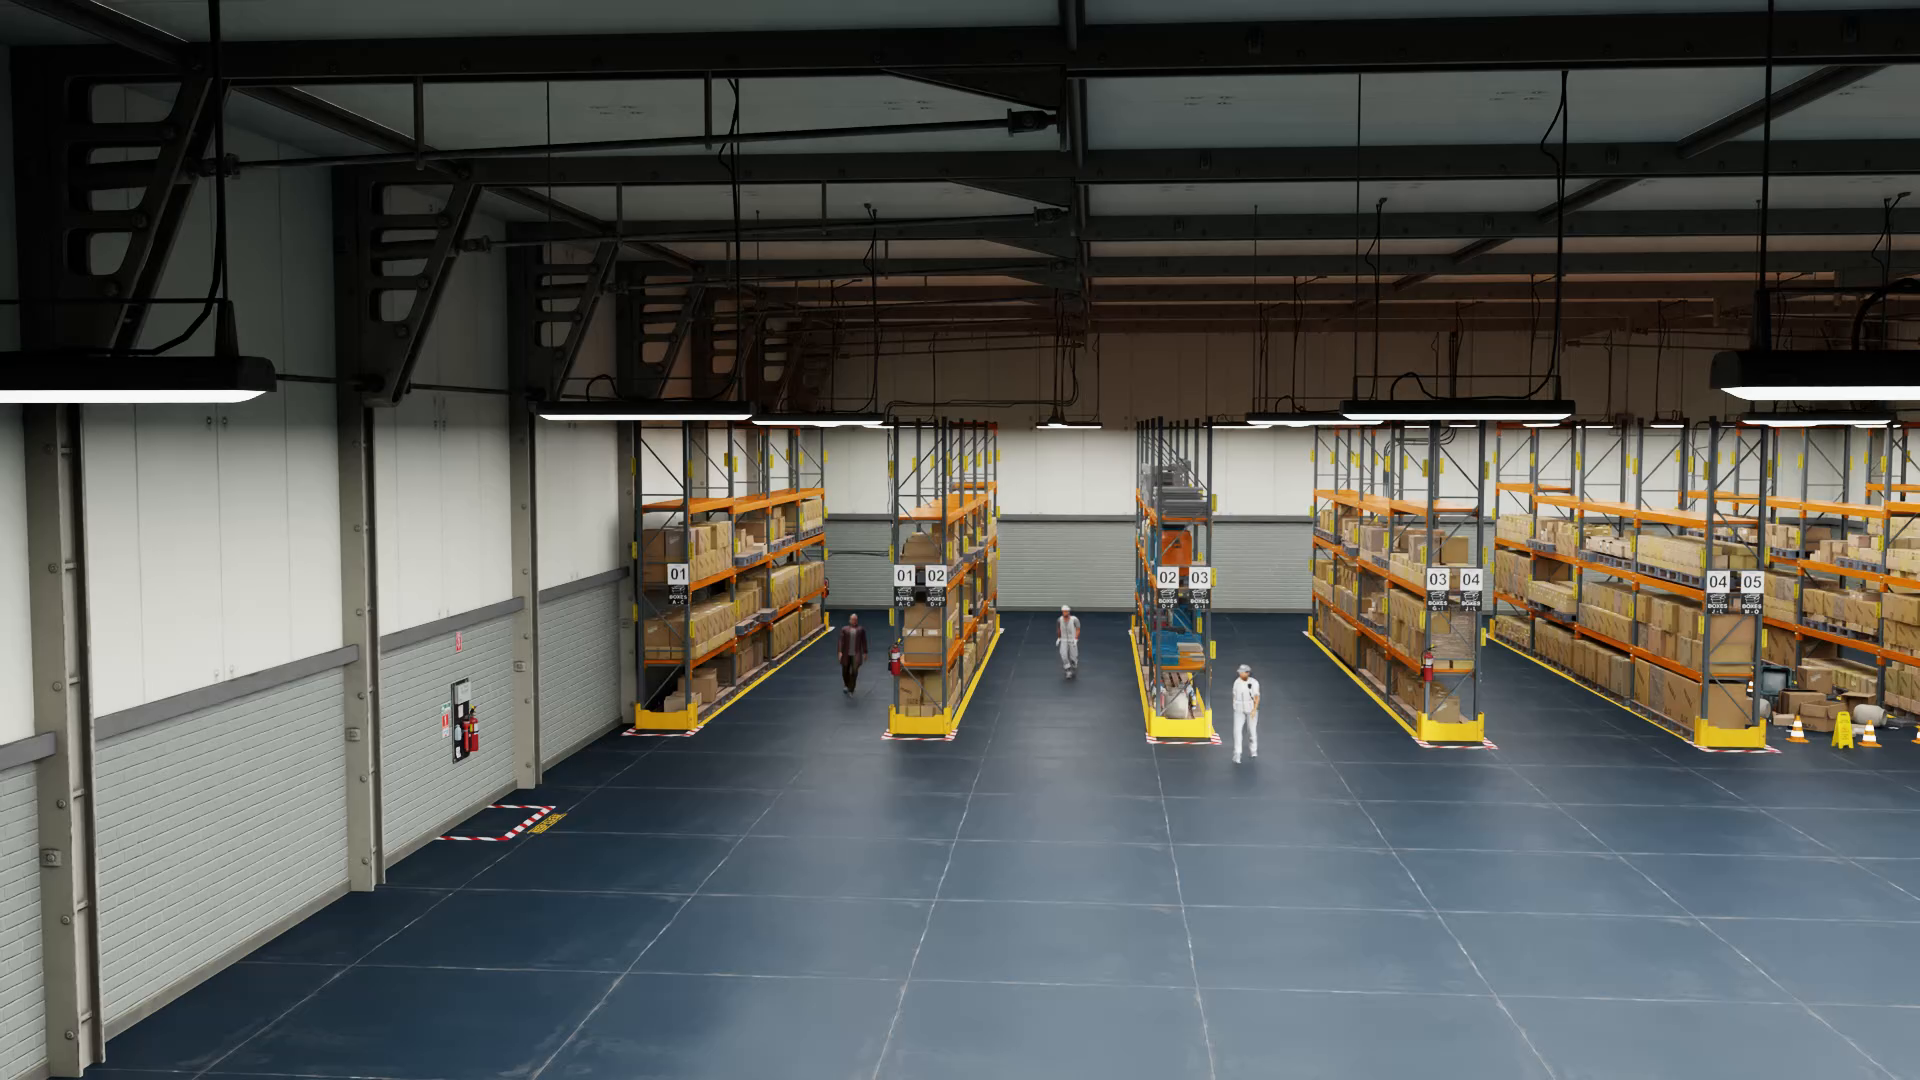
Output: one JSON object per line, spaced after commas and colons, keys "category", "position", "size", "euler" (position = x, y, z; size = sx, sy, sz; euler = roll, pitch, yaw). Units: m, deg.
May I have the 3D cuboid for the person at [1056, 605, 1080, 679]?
{"category": "person", "position": [2.522, 2.349, 38.751], "size": [0.589, 1.699, 0.793], "euler": [1, 4, 14]}

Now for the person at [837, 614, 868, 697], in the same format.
{"category": "person", "position": [-2.338, 2.517, 36.158], "size": [0.682, 1.822, 0.751], "euler": [0, 4, -6]}

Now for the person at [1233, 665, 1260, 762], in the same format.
{"category": "person", "position": [4.968, 2.993, 28.988], "size": [0.500, 1.634, 0.862], "euler": [2, 4, 23]}
